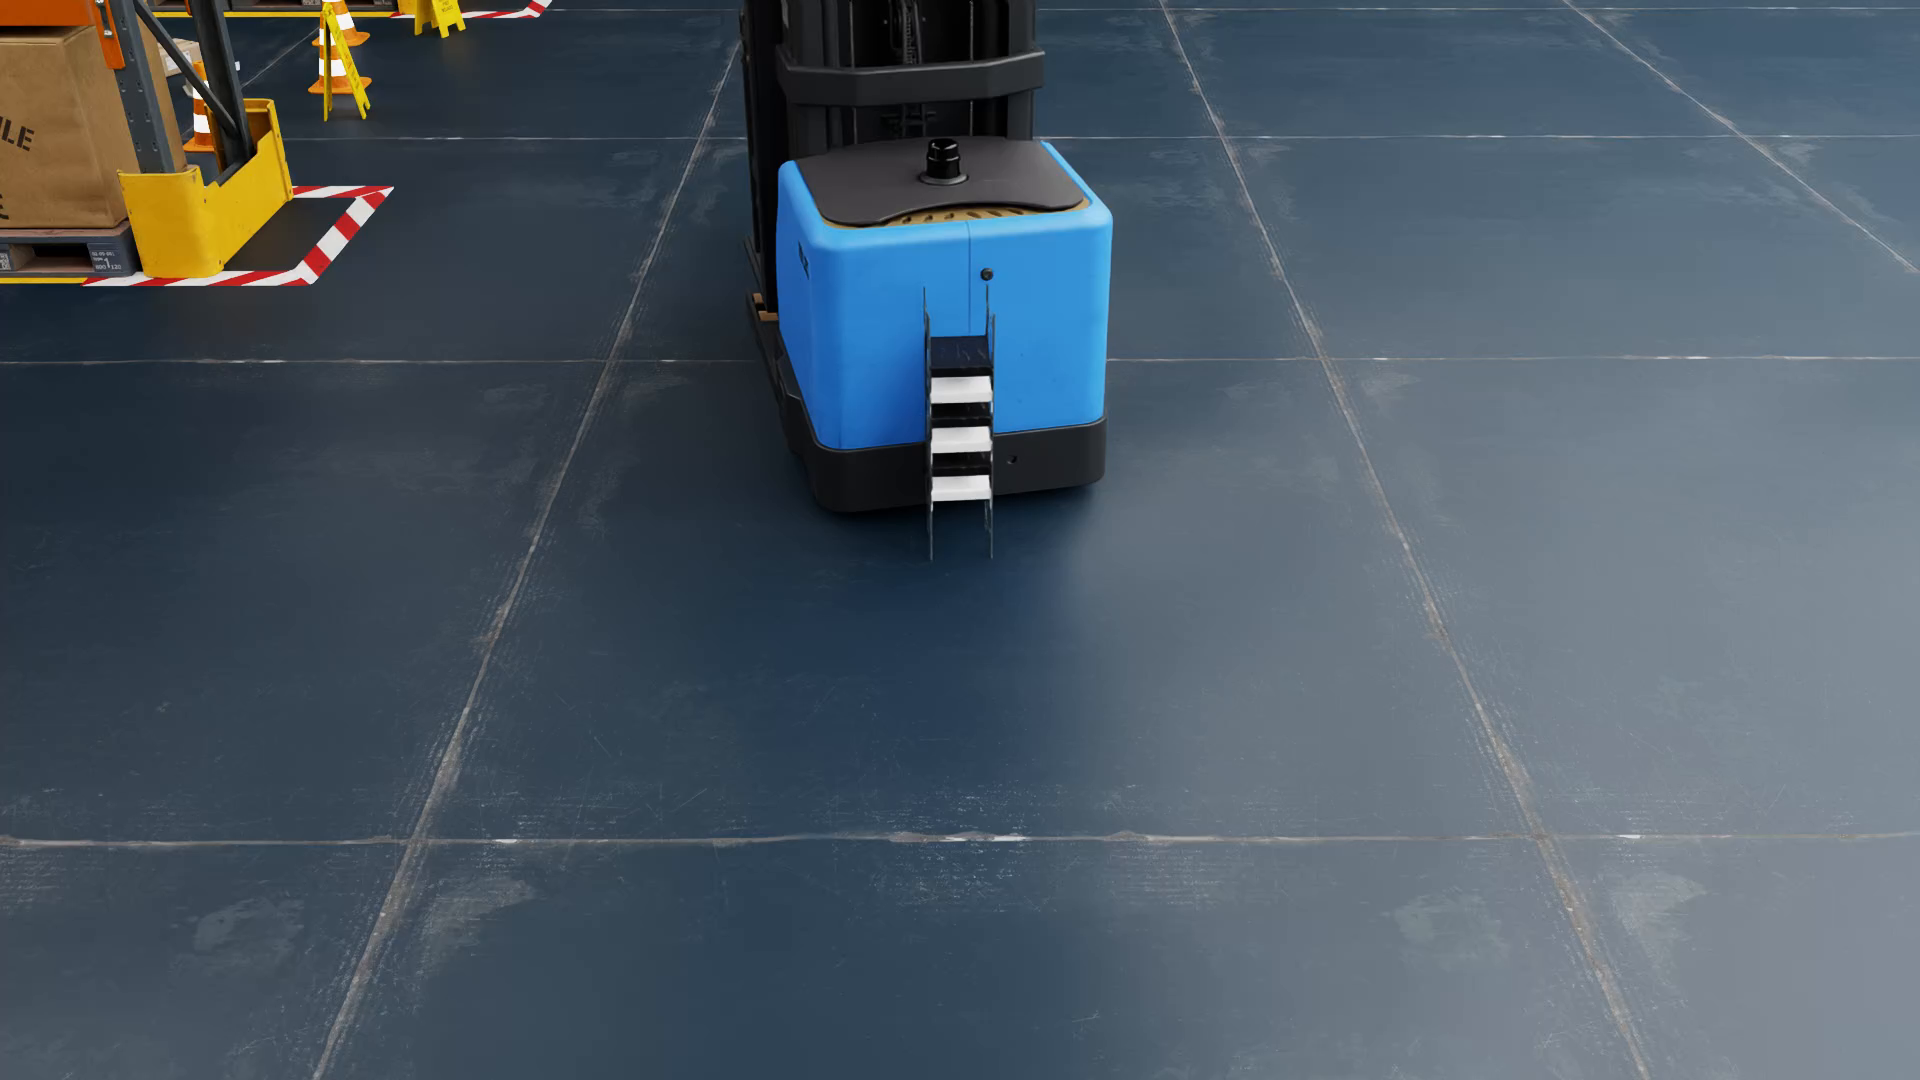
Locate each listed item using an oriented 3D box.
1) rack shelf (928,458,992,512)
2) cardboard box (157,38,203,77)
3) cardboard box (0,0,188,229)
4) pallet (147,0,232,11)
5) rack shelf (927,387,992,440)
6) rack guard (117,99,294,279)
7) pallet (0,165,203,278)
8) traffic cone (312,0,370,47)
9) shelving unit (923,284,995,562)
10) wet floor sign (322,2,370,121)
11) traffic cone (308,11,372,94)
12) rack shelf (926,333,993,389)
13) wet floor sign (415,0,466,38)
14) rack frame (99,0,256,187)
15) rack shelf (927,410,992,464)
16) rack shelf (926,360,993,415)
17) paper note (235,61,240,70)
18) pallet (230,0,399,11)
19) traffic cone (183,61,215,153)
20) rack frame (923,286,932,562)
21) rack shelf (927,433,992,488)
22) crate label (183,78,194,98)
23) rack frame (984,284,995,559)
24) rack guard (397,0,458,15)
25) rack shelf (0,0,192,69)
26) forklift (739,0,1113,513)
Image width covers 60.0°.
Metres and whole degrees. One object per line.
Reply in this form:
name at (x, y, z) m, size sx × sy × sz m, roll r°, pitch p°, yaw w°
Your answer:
rack shelf at (-0.005, -0.195, 5.615) m, size 0.200 × 0.077 × 0.258 m, roll -2°, pitch 31°, yaw -4°
cardboard box at (-5.113, -3.104, 10.722) m, size 0.250 × 0.149 × 0.380 m, roll 16°, pitch 35°, yaw 25°
cardboard box at (-4.362, -2.042, 7.867) m, size 0.875 × 0.875 × 0.875 m, roll 0°, pitch 31°, yaw 0°
pallet at (-5.921, -4.195, 12.461) m, size 1.213 × 0.211 × 1.003 m, roll 0°, pitch 31°, yaw 0°
rack shelf at (-0.005, -0.426, 5.475) m, size 0.200 × 0.077 × 0.258 m, roll -2°, pitch 31°, yaw -4°
rack guard at (-3.660, -1.738, 8.133) m, size 0.348 × 0.500 × 1.175 m, roll 0°, pitch 31°, yaw 0°
pallet at (-4.483, -1.572, 8.137) m, size 1.213 × 0.211 × 1.003 m, roll 0°, pitch 31°, yaw 0°
traffic cone at (-4.237, -3.619, 11.269) m, size 0.334 × 0.463 × 0.336 m, roll 0°, pitch 31°, yaw 0°
shelving unit at (-0.005, -0.377, 5.504) m, size 0.210 × 0.900 × 0.258 m, roll -2°, pitch 31°, yaw -4°
wet floor sign at (-3.667, -2.828, 9.788) m, size 0.232 × 0.644 × 0.267 m, roll -5°, pitch 32°, yaw -9°
traffic cone at (-3.891, -3.045, 10.322) m, size 0.334 × 0.463 × 0.336 m, roll 0°, pitch 31°, yaw 0°
rack shelf at (-0.005, -0.579, 5.381) m, size 0.200 × 0.077 × 0.258 m, roll -2°, pitch 31°, yaw -4°
wet floor sign at (-3.619, -3.813, 11.413) m, size 0.232 × 0.644 × 0.267 m, roll 10°, pitch 33°, yaw 17°
rack frame at (-3.684, -2.807, 7.485) m, size 0.127 × 3.000 × 1.000 m, roll 0°, pitch 31°, yaw 0°
rack shelf at (-0.005, -0.349, 5.521) m, size 0.200 × 0.077 × 0.258 m, roll -2°, pitch 31°, yaw -4°
rack shelf at (-0.005, -0.503, 5.428) m, size 0.200 × 0.077 × 0.258 m, roll -2°, pitch 31°, yaw -4°
paper note at (-4.748, -3.069, 10.780) m, size 0.142 × 0.019 × 0.148 m, roll -11°, pitch 33°, yaw -17°
pallet at (-4.704, -4.198, 12.465) m, size 1.213 × 0.211 × 1.003 m, roll 0°, pitch 31°, yaw 0°
traffic cone at (-4.224, -2.457, 9.354) m, size 0.334 × 0.463 × 0.336 m, roll 0°, pitch 31°, yaw 0°
rack frame at (-0.106, -0.373, 5.497) m, size 0.006 × 0.900 × 0.240 m, roll -2°, pitch 31°, yaw -4°
rack shelf at (-0.005, -0.272, 5.568) m, size 0.200 × 0.077 × 0.258 m, roll -2°, pitch 31°, yaw -4°
crate label at (-4.676, -2.871, 10.349) m, size 0.298 × 0.136 × 0.250 m, roll -17°, pitch 35°, yaw -26°
rack frame at (0.097, -0.381, 5.511) m, size 0.006 × 0.900 × 0.240 m, roll -2°, pitch 31°, yaw -4°
rack guard at (-3.891, -4.305, 12.364) m, size 0.348 × 0.500 × 1.175 m, roll 0°, pitch 31°, yaw 0°
rack shelf at (-5.684, -2.493, 7.661) m, size 4.000 × 0.370 × 1.077 m, roll 0°, pitch 31°, yaw 0°
forklift at (-0.312, -2.101, 6.388) m, size 1.130 × 2.935 × 3.031 m, roll -7°, pitch 32°, yaw -11°
